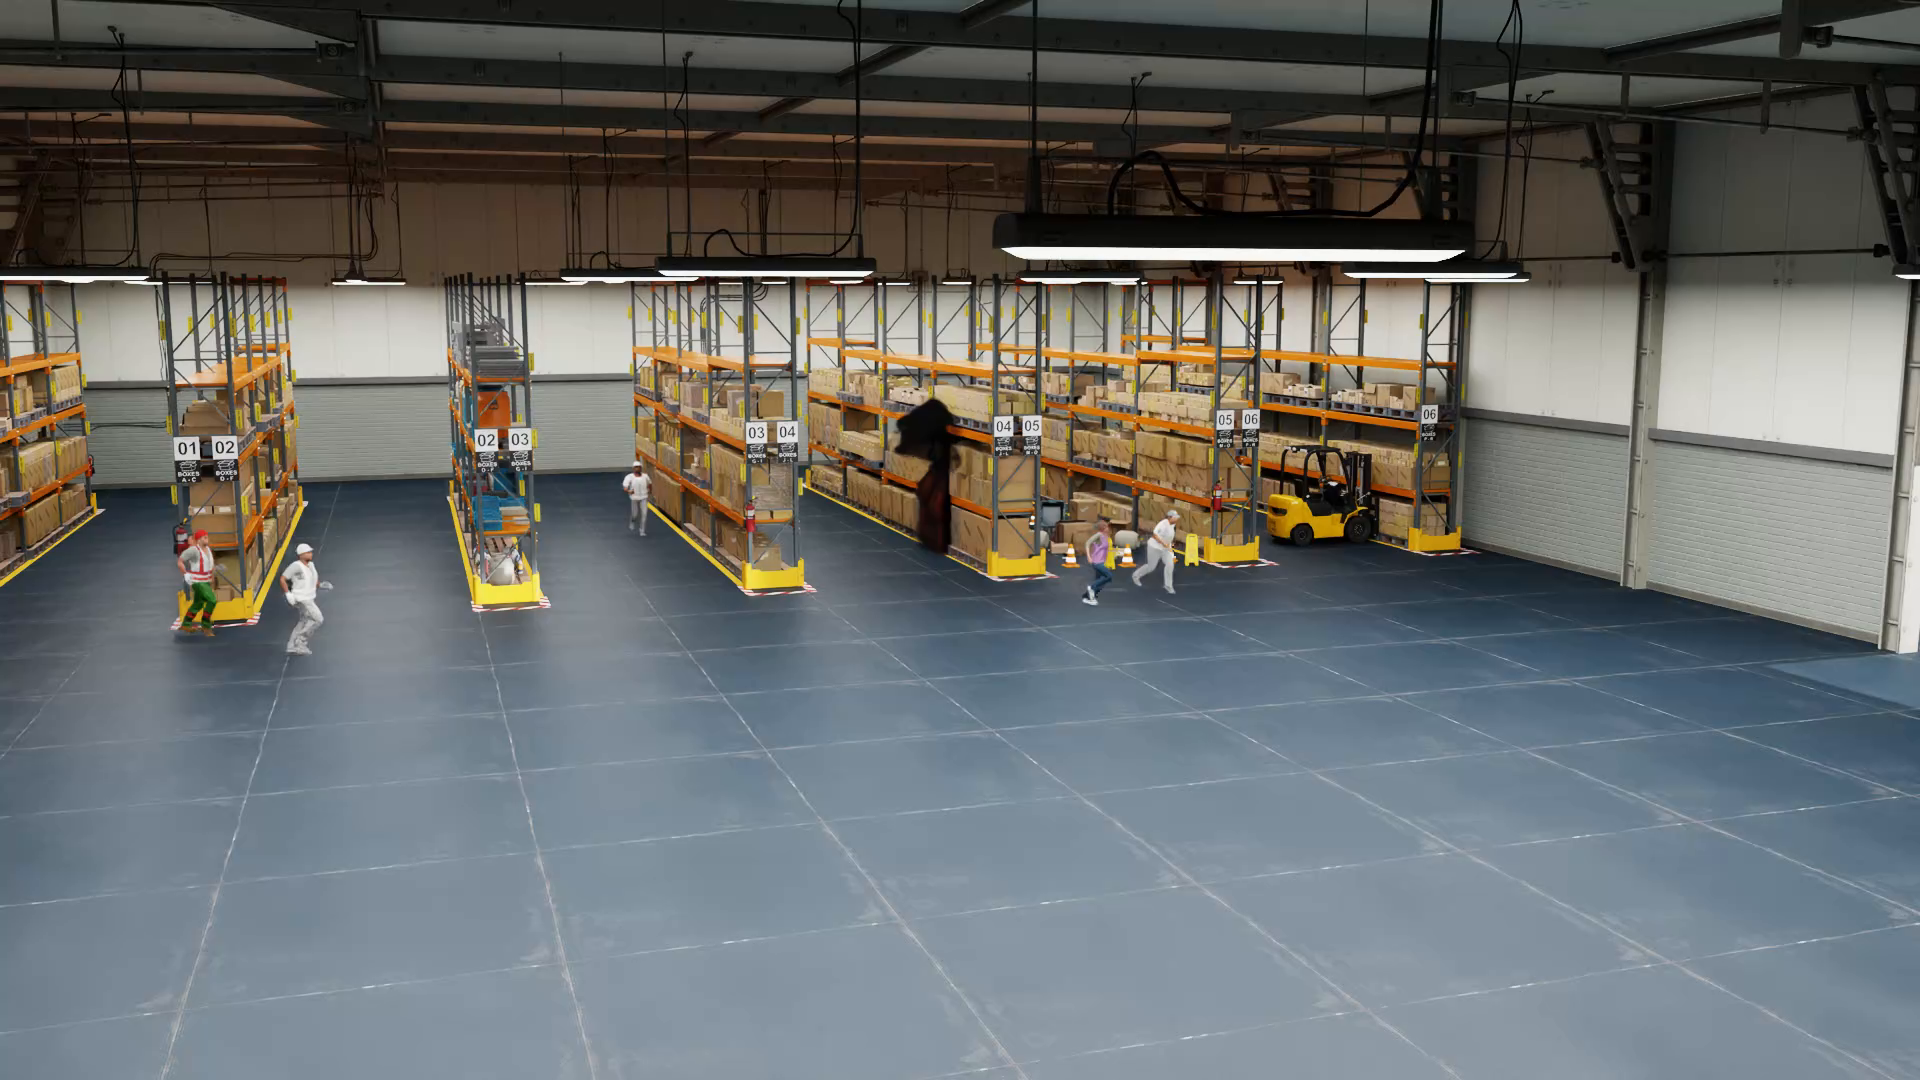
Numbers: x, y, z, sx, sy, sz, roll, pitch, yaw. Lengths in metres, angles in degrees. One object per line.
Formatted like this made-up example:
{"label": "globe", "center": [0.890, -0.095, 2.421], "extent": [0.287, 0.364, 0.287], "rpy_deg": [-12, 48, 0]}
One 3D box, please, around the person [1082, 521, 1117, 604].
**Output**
{"label": "person", "center": [2.539, 0.413, 30.154], "extent": [0.642, 1.536, 0.524], "rpy_deg": [4, 9, 23]}

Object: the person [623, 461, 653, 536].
{"label": "person", "center": [-7.493, -0.970, 38.775], "extent": [0.714, 1.733, 0.791], "rpy_deg": [-4, 9, -23]}

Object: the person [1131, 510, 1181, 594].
{"label": "person", "center": [3.739, 0.204, 31.645], "extent": [1.028, 1.628, 0.641], "rpy_deg": [6, 10, 33]}

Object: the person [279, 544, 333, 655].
{"label": "person", "center": [-10.229, 0.923, 26.048], "extent": [0.765, 1.736, 0.665], "rpy_deg": [0, 9, 0]}

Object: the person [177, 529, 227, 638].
{"label": "person", "center": [-12.563, 0.721, 27.522], "extent": [0.856, 1.811, 0.578], "rpy_deg": [1, 9, 4]}
